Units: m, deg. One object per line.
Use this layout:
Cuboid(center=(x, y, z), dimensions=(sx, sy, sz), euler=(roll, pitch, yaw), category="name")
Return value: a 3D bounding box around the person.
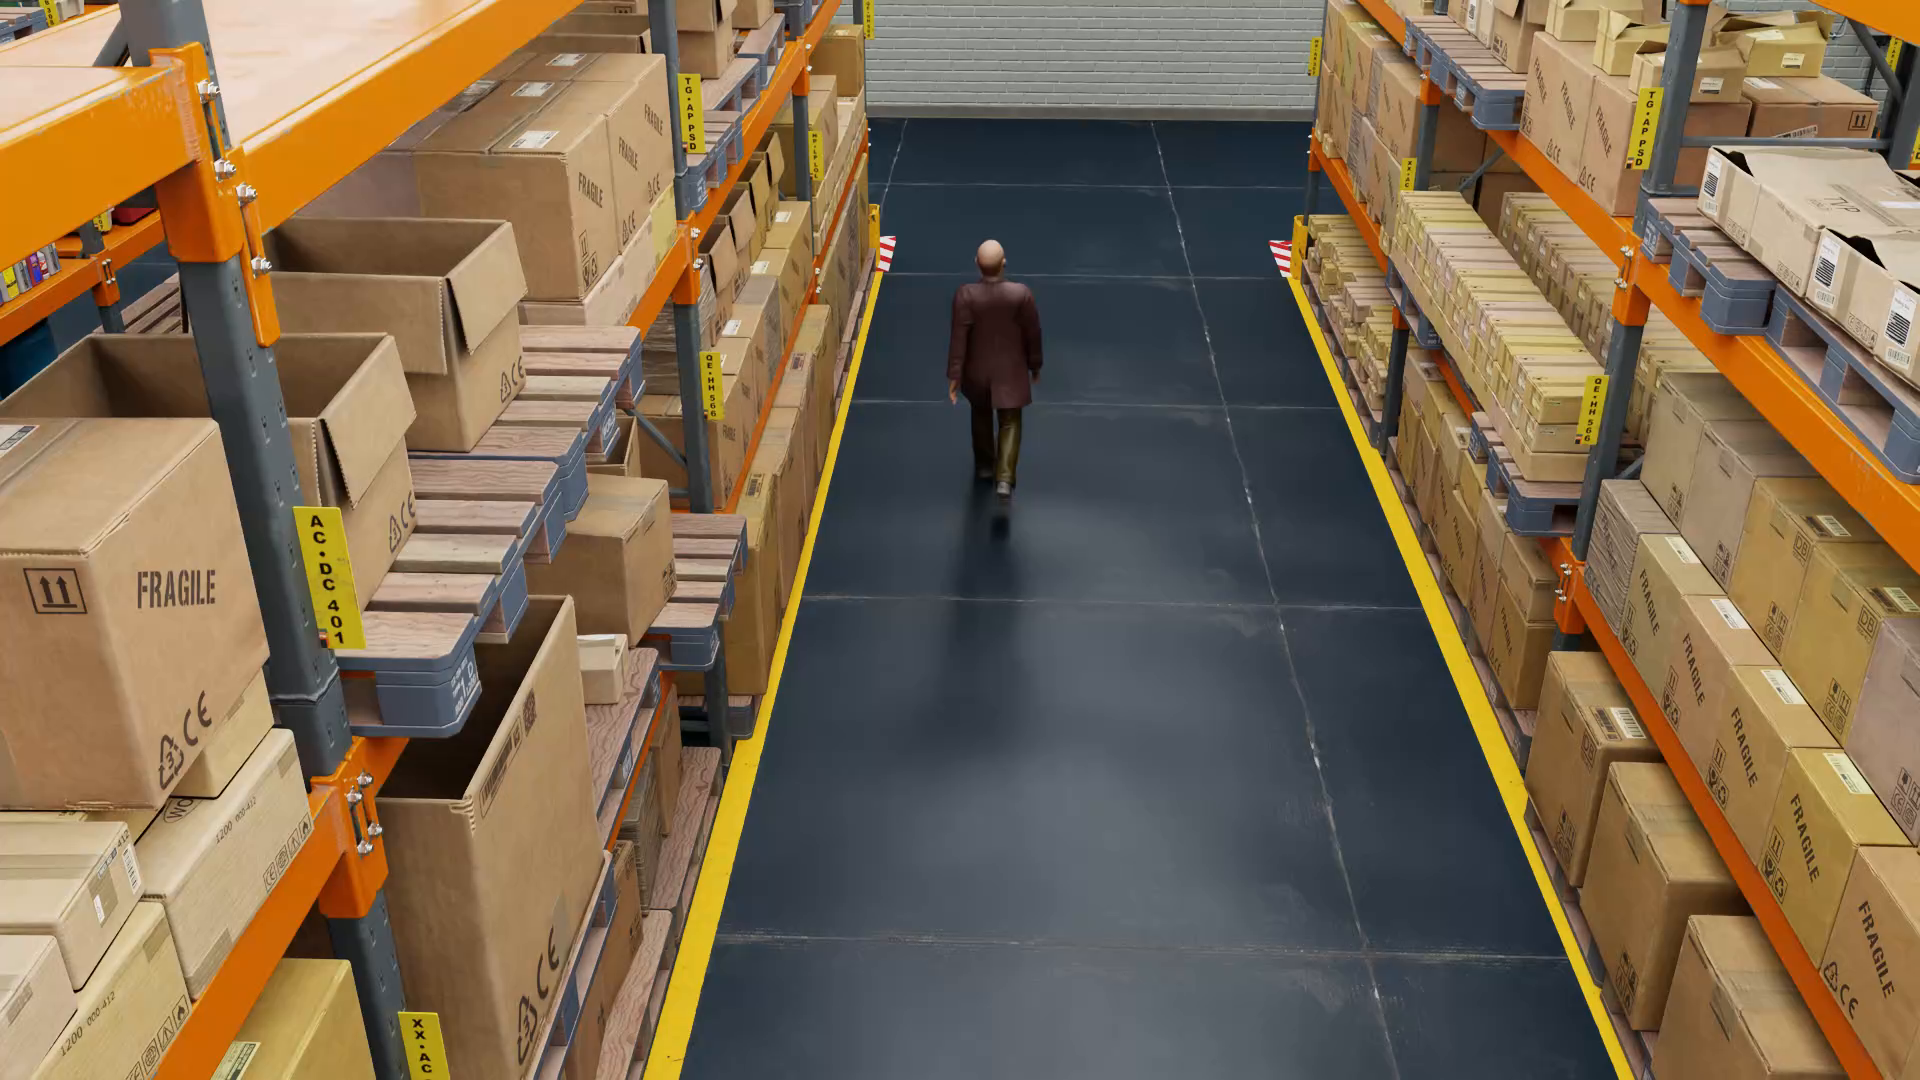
Cuboid(center=(0.226, -1.103, 10.749), dimensions=(0.613, 1.731, 1.072), euler=(3, 28, 5), category="person")
